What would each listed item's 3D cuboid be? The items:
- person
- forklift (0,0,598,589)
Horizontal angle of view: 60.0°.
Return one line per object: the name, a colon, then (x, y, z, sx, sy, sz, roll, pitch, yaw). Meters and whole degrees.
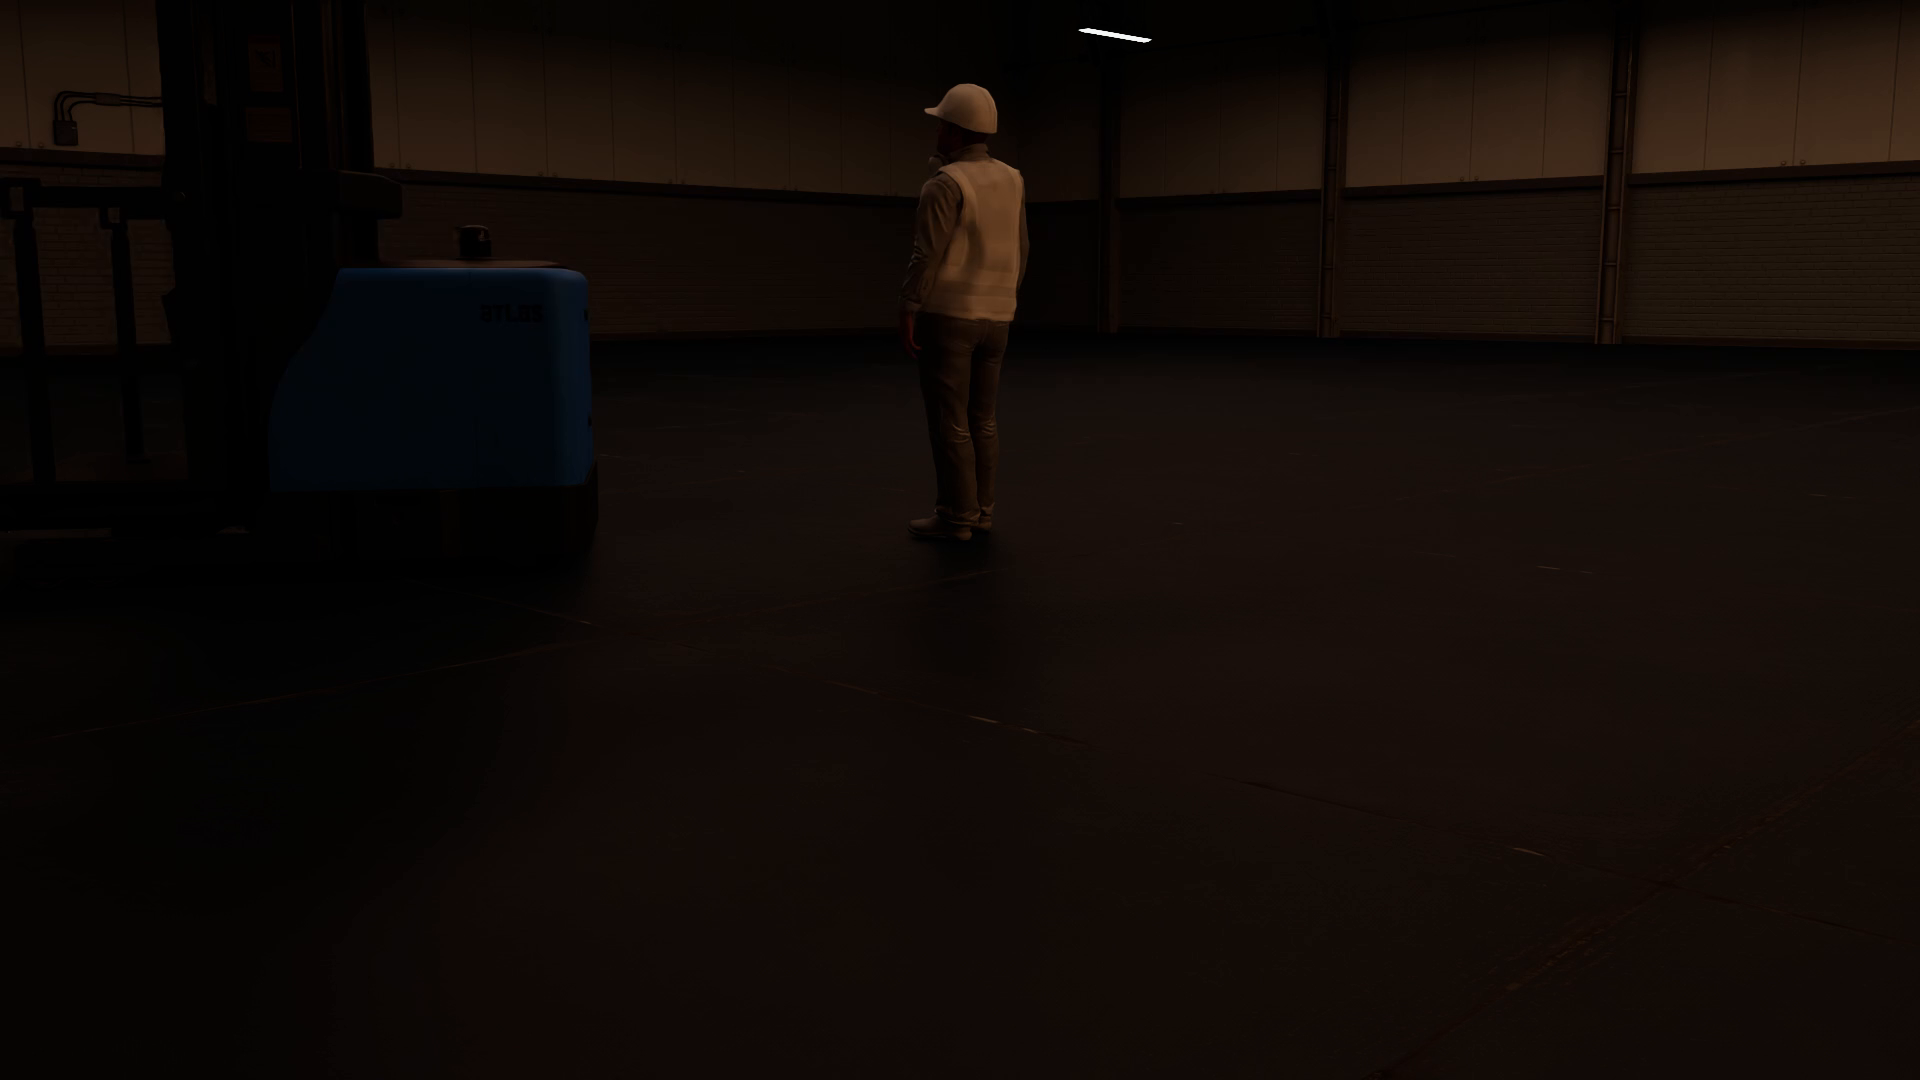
person: (-0.041, -0.891, 6.633, 0.565, 1.776, 0.634, 8, 12, 43)
forklift: (-2.906, -1.369, 5.963, 3.031, 2.935, 1.130, -2, 9, -10)
